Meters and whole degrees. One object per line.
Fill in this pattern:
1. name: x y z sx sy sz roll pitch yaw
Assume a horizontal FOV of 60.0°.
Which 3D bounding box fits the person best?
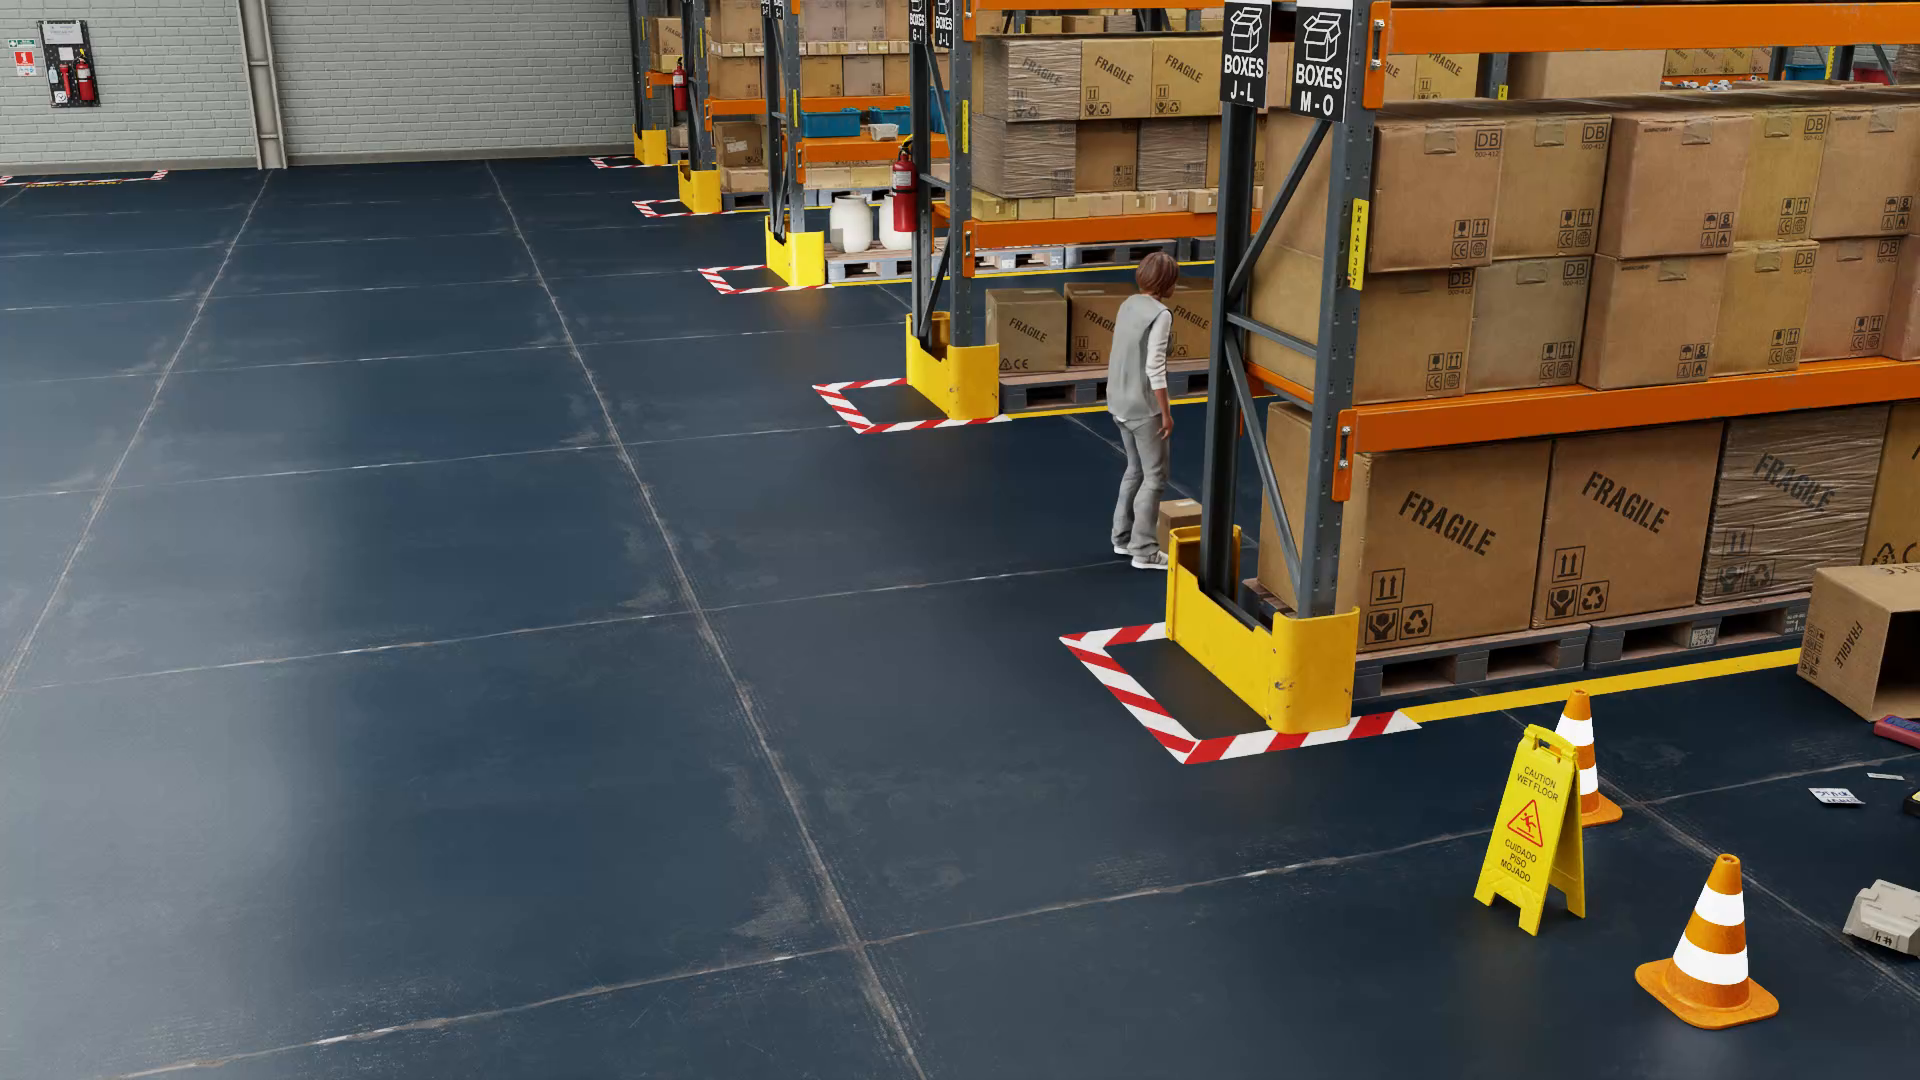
1. person: 0.933 -0.656 8.436 0.346 1.591 0.476 -8 21 -20
